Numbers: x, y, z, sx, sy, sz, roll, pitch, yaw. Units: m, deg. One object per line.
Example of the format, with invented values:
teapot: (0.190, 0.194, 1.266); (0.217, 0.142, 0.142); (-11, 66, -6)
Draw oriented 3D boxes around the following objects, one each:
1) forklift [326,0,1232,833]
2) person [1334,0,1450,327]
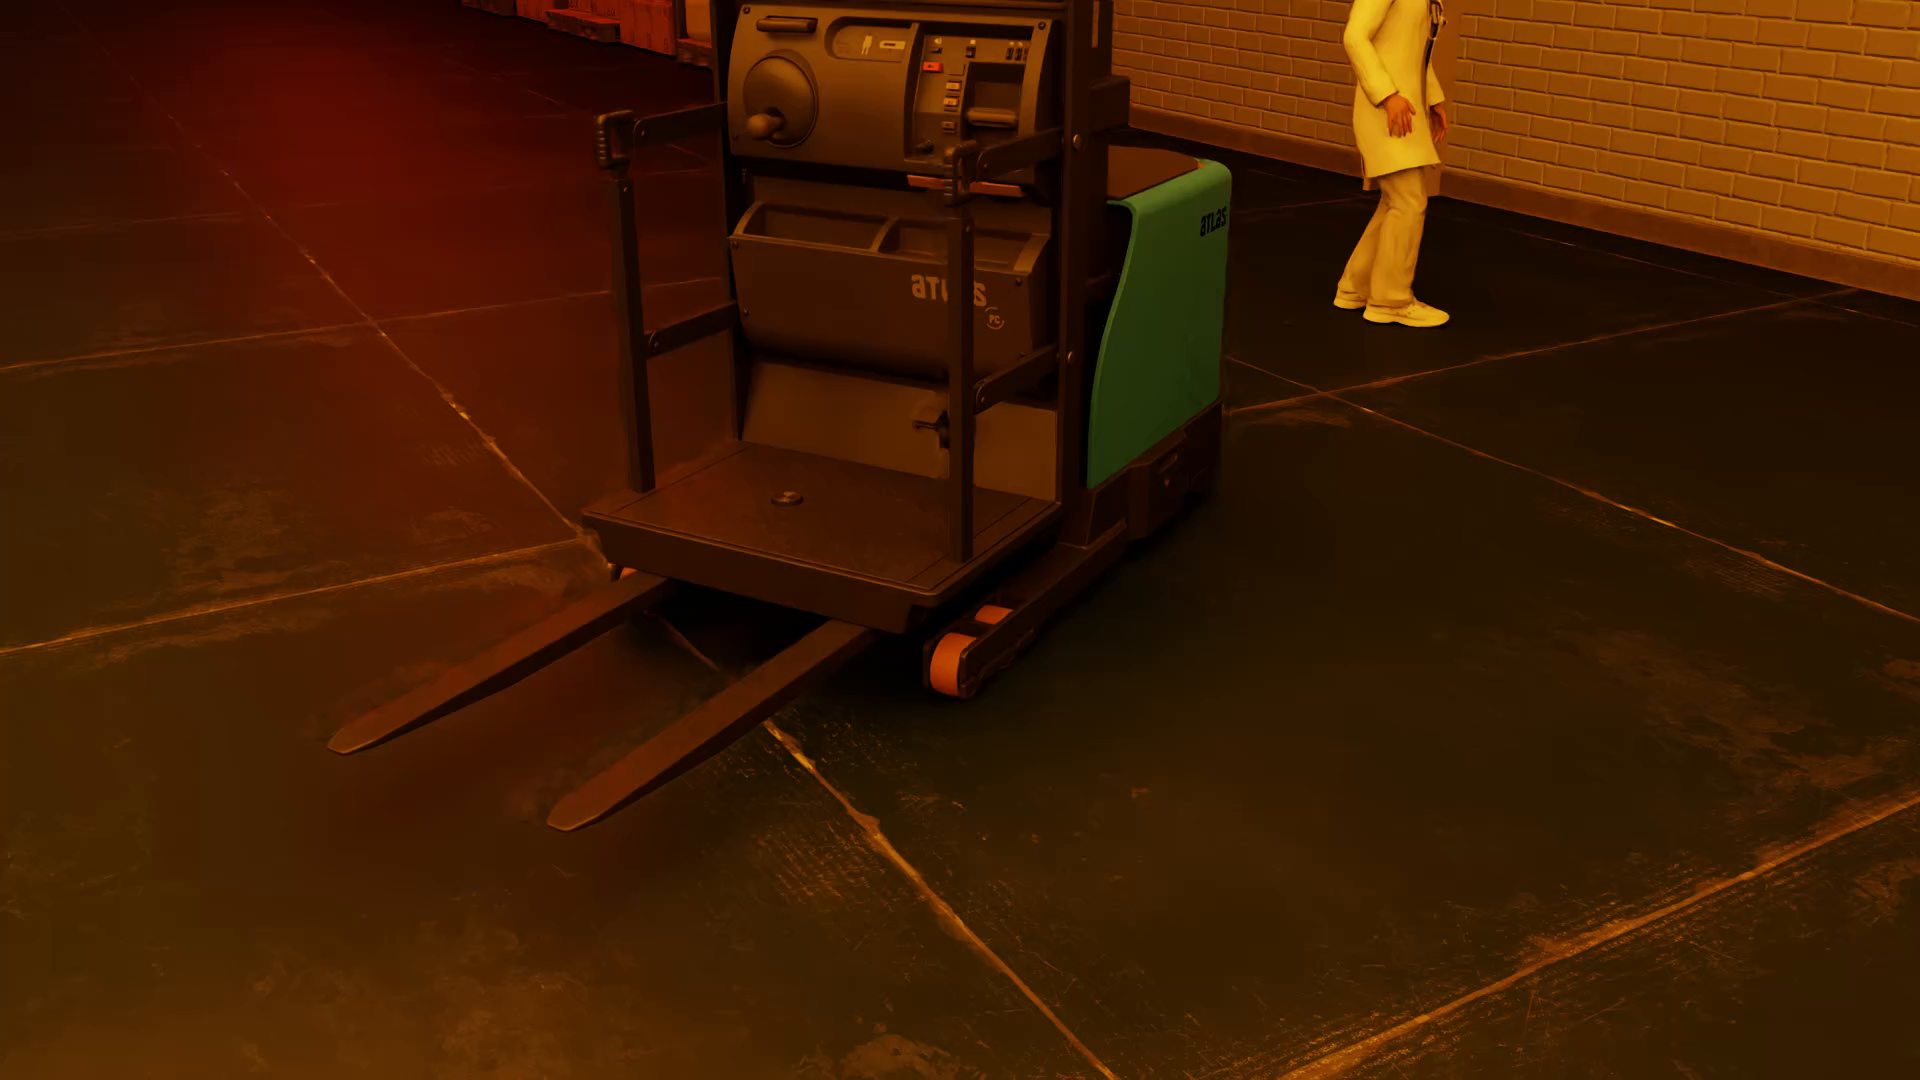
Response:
forklift: (-0.299, -1.154, 4.086); (1.130, 2.935, 3.031); (12, 25, 27)
person: (2.001, -1.855, 7.358); (0.554, 1.752, 0.794); (10, 24, 22)
